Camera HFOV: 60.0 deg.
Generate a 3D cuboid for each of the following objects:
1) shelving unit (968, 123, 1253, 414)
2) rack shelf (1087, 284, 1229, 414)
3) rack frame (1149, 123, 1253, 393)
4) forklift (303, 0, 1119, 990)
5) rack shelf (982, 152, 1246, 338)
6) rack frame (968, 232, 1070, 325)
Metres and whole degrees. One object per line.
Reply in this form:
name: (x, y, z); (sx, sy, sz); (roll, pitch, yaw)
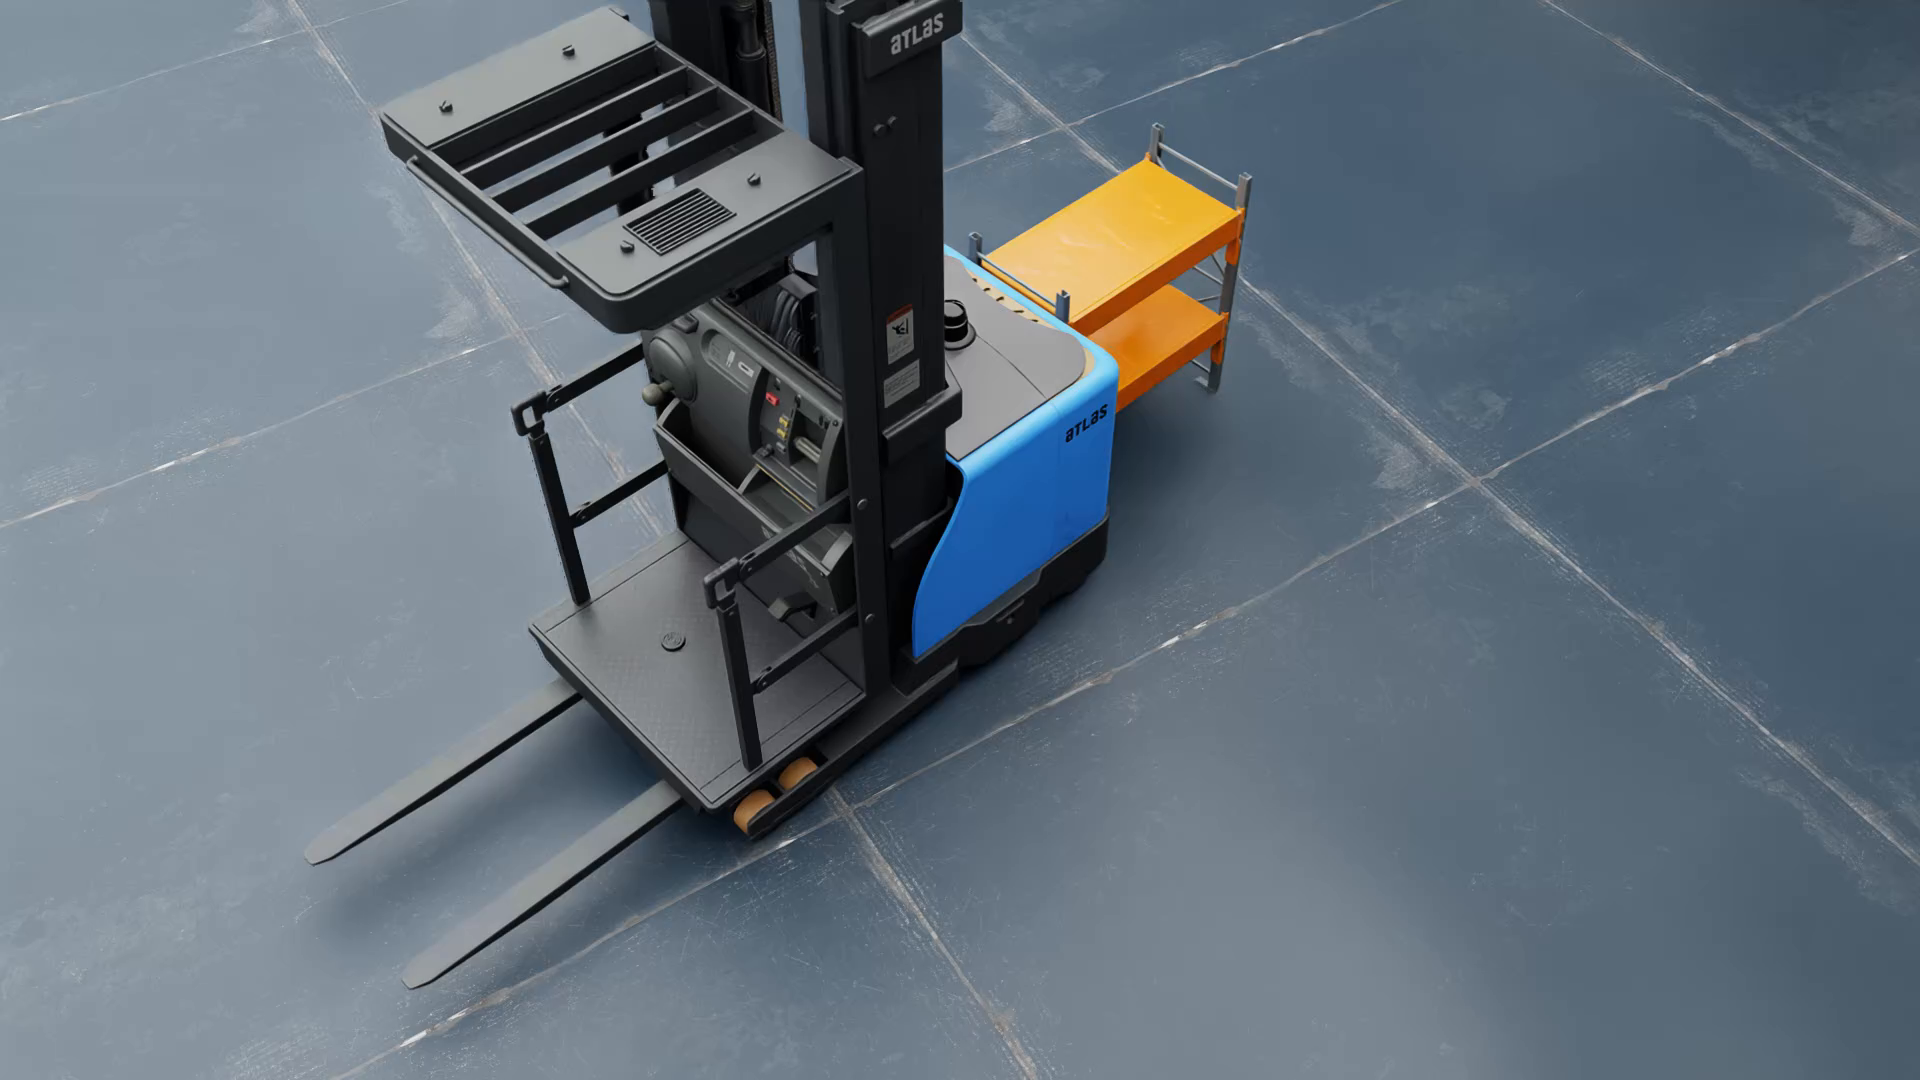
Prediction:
shelving unit: (0.583, -0.899, 6.742); (1.048, 1.125, 0.538); (-35, 57, -27)
rack shelf: (0.583, -0.736, 6.925); (1.000, 0.278, 0.538); (-35, 57, -27)
rack frame: (0.951, -1.160, 6.975); (0.032, 1.125, 0.500); (-35, 57, -27)
forklift: (-0.839, -0.390, 5.080); (3.031, 2.935, 1.130); (-35, 57, -27)
rack shelf: (0.583, -1.093, 6.524); (1.000, 0.278, 0.538); (-35, 57, -27)
rack frame: (0.215, -0.637, 6.509); (0.032, 1.125, 0.500); (-35, 57, -27)
